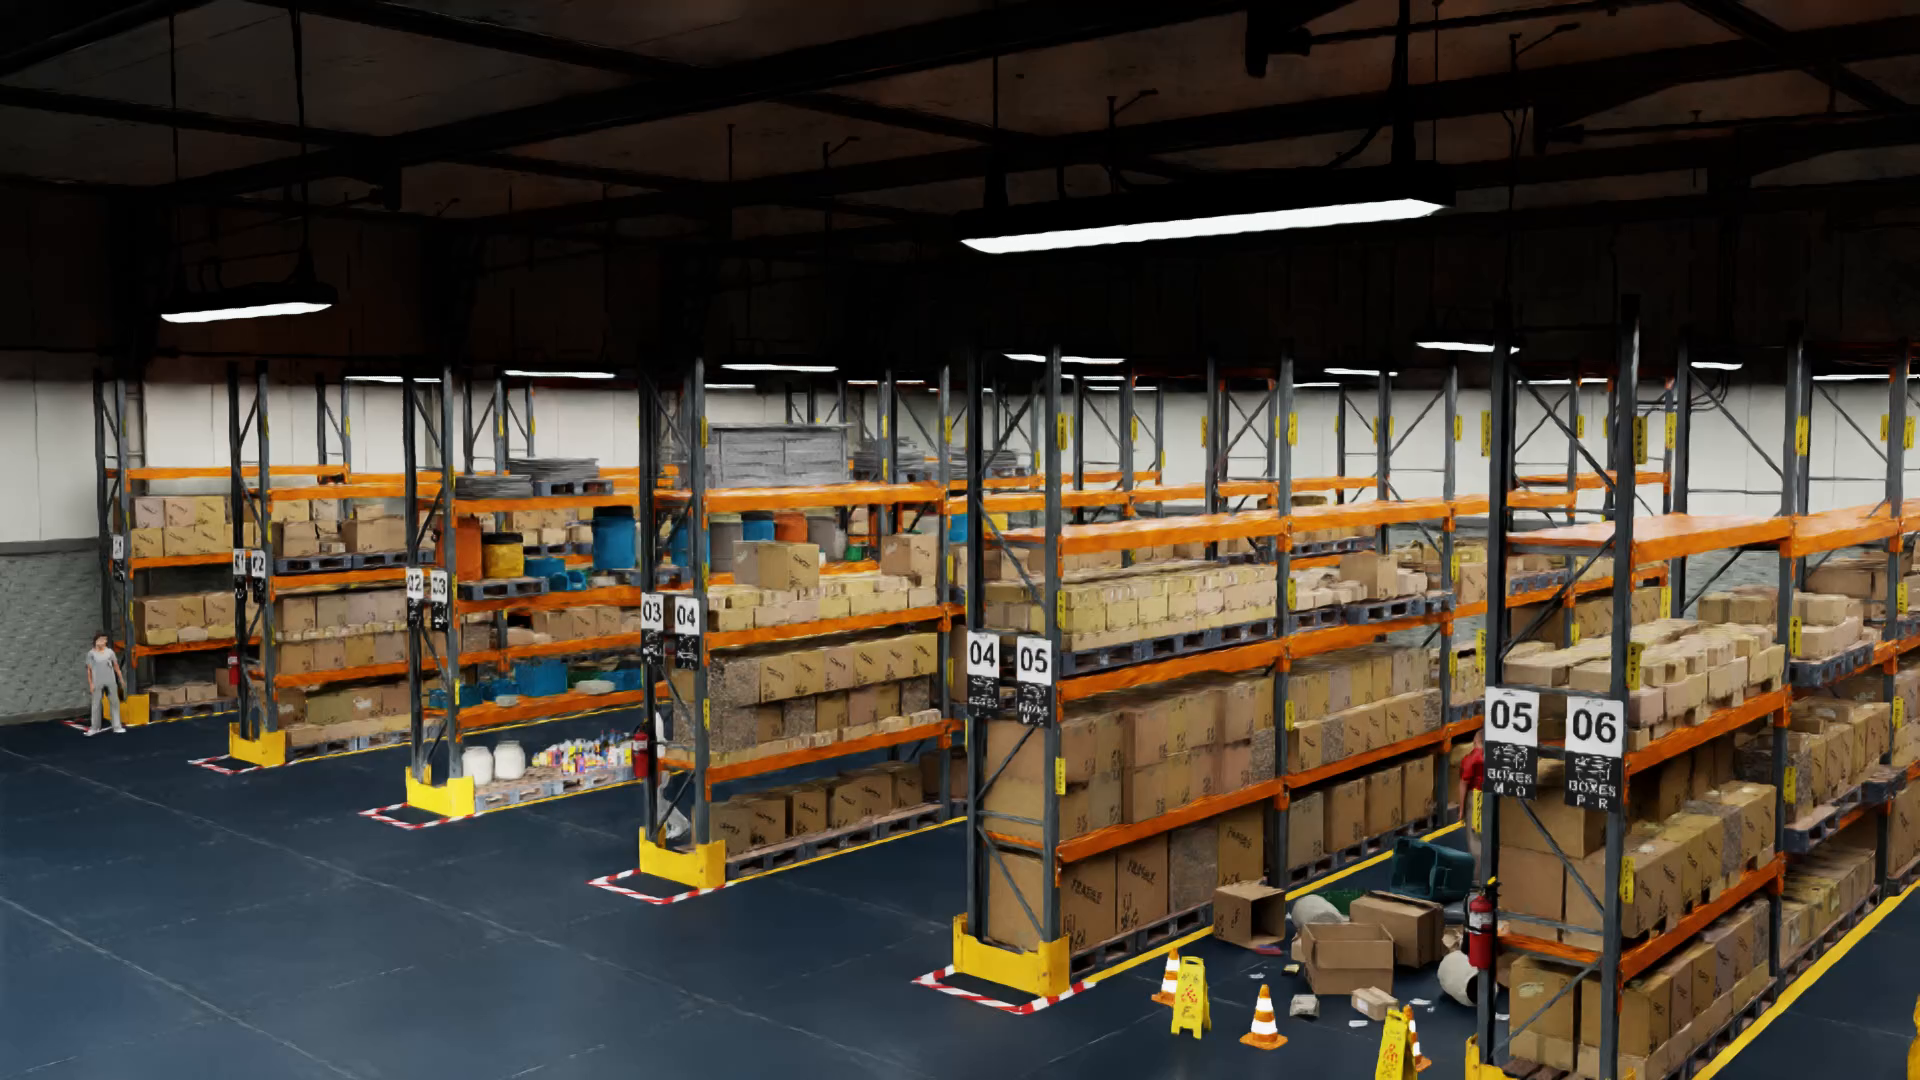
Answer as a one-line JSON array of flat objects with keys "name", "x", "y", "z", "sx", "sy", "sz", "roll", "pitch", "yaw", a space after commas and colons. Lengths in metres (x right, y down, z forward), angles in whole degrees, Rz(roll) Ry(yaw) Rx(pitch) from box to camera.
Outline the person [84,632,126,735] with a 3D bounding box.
[{"name": "person", "x": -13.922, "y": 2.332, "z": 27.030, "sx": 0.626, "sy": 1.661, "sz": 0.388, "roll": -4, "pitch": 6, "yaw": -41}]

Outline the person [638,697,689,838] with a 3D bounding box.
[{"name": "person", "x": -3.635, "y": 2.780, "z": 20.377, "sx": 0.607, "sy": 1.757, "sz": 0.615, "roll": -1, "pitch": 4, "yaw": -13}]

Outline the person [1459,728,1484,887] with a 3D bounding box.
[{"name": "person", "x": 5.733, "y": 2.937, "z": 18.415, "sx": 0.588, "sy": 1.731, "sz": 0.497, "roll": -1, "pitch": 4, "yaw": -19}]
